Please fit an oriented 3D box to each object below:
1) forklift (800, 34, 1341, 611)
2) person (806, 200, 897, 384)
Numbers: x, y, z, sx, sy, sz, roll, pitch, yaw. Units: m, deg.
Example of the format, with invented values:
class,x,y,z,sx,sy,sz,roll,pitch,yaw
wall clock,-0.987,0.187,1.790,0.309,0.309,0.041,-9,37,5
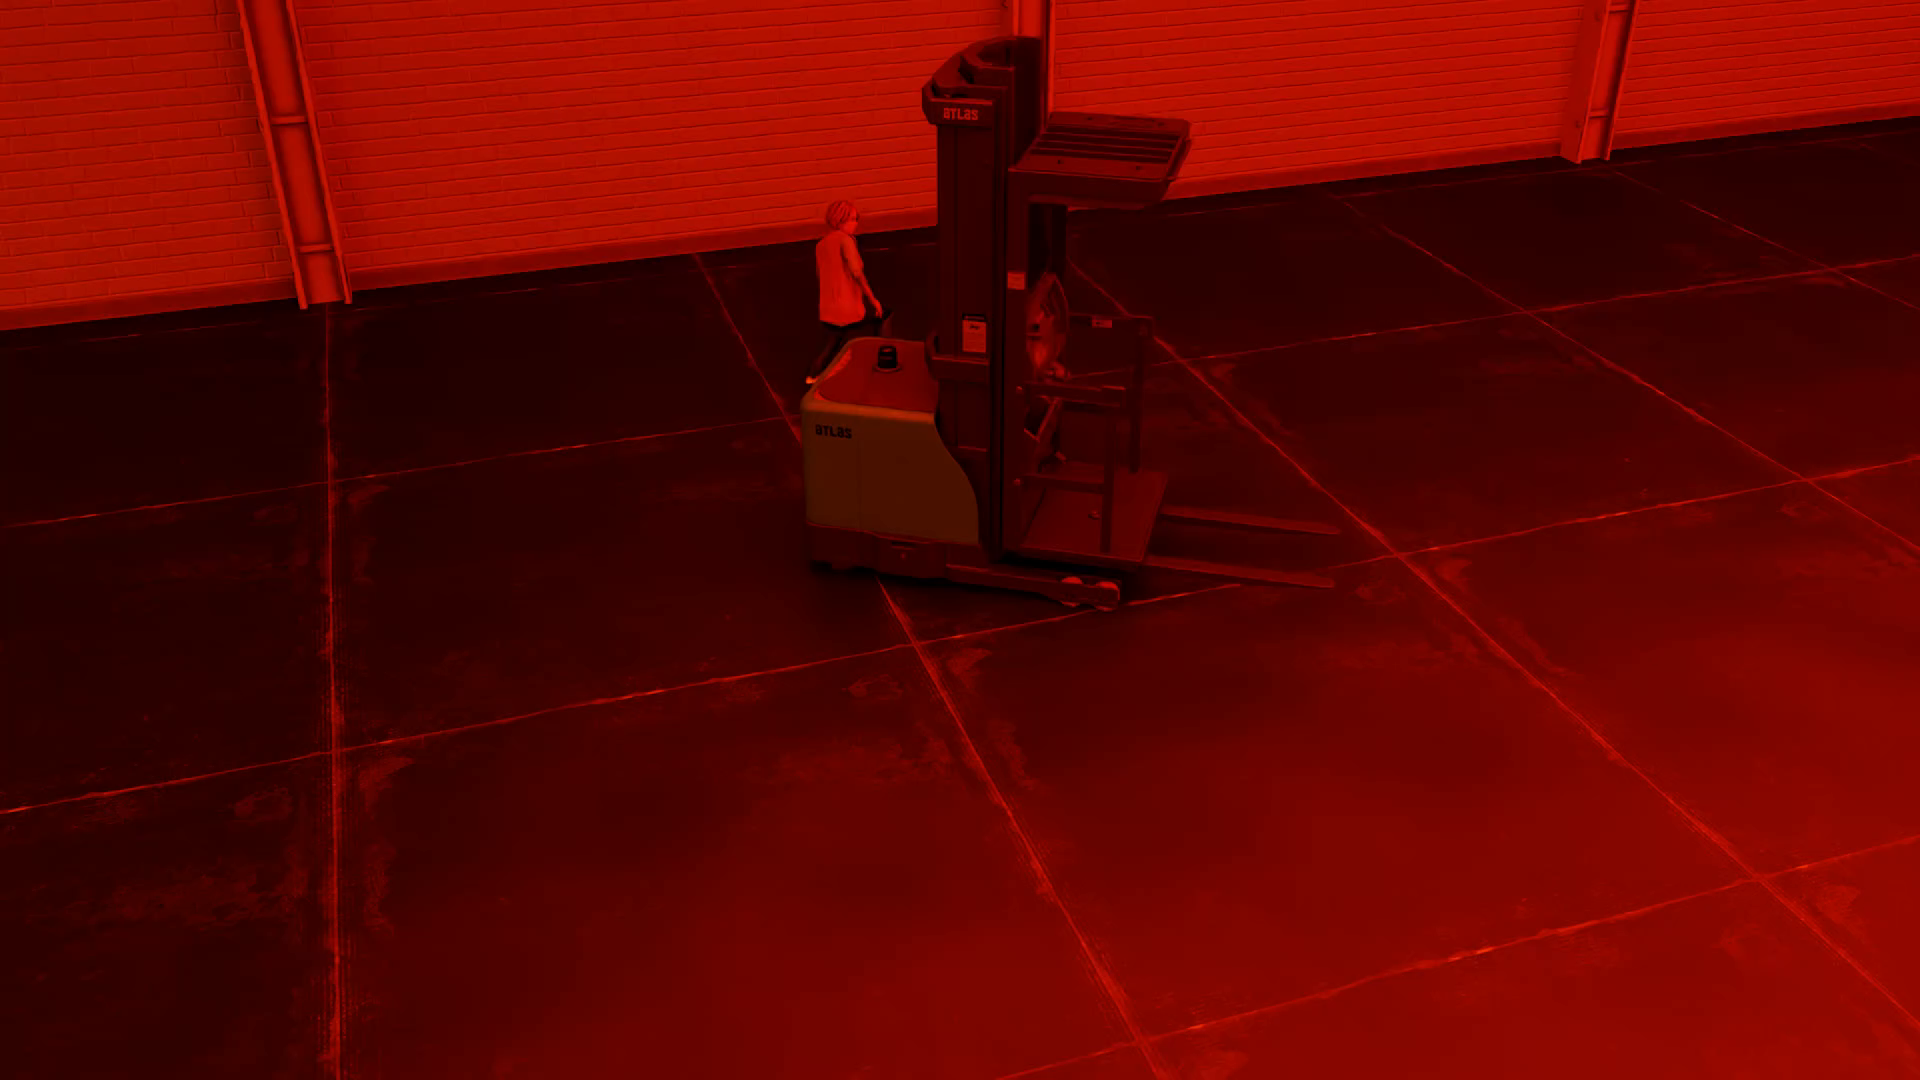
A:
class,x,y,z,sx,sy,sz,roll,pitch,yaw
forklift,0.669,-1.165,9.112,3.031,2.935,1.130,7,31,12
person,-0.763,-1.673,11.616,0.676,1.379,0.601,19,35,30
